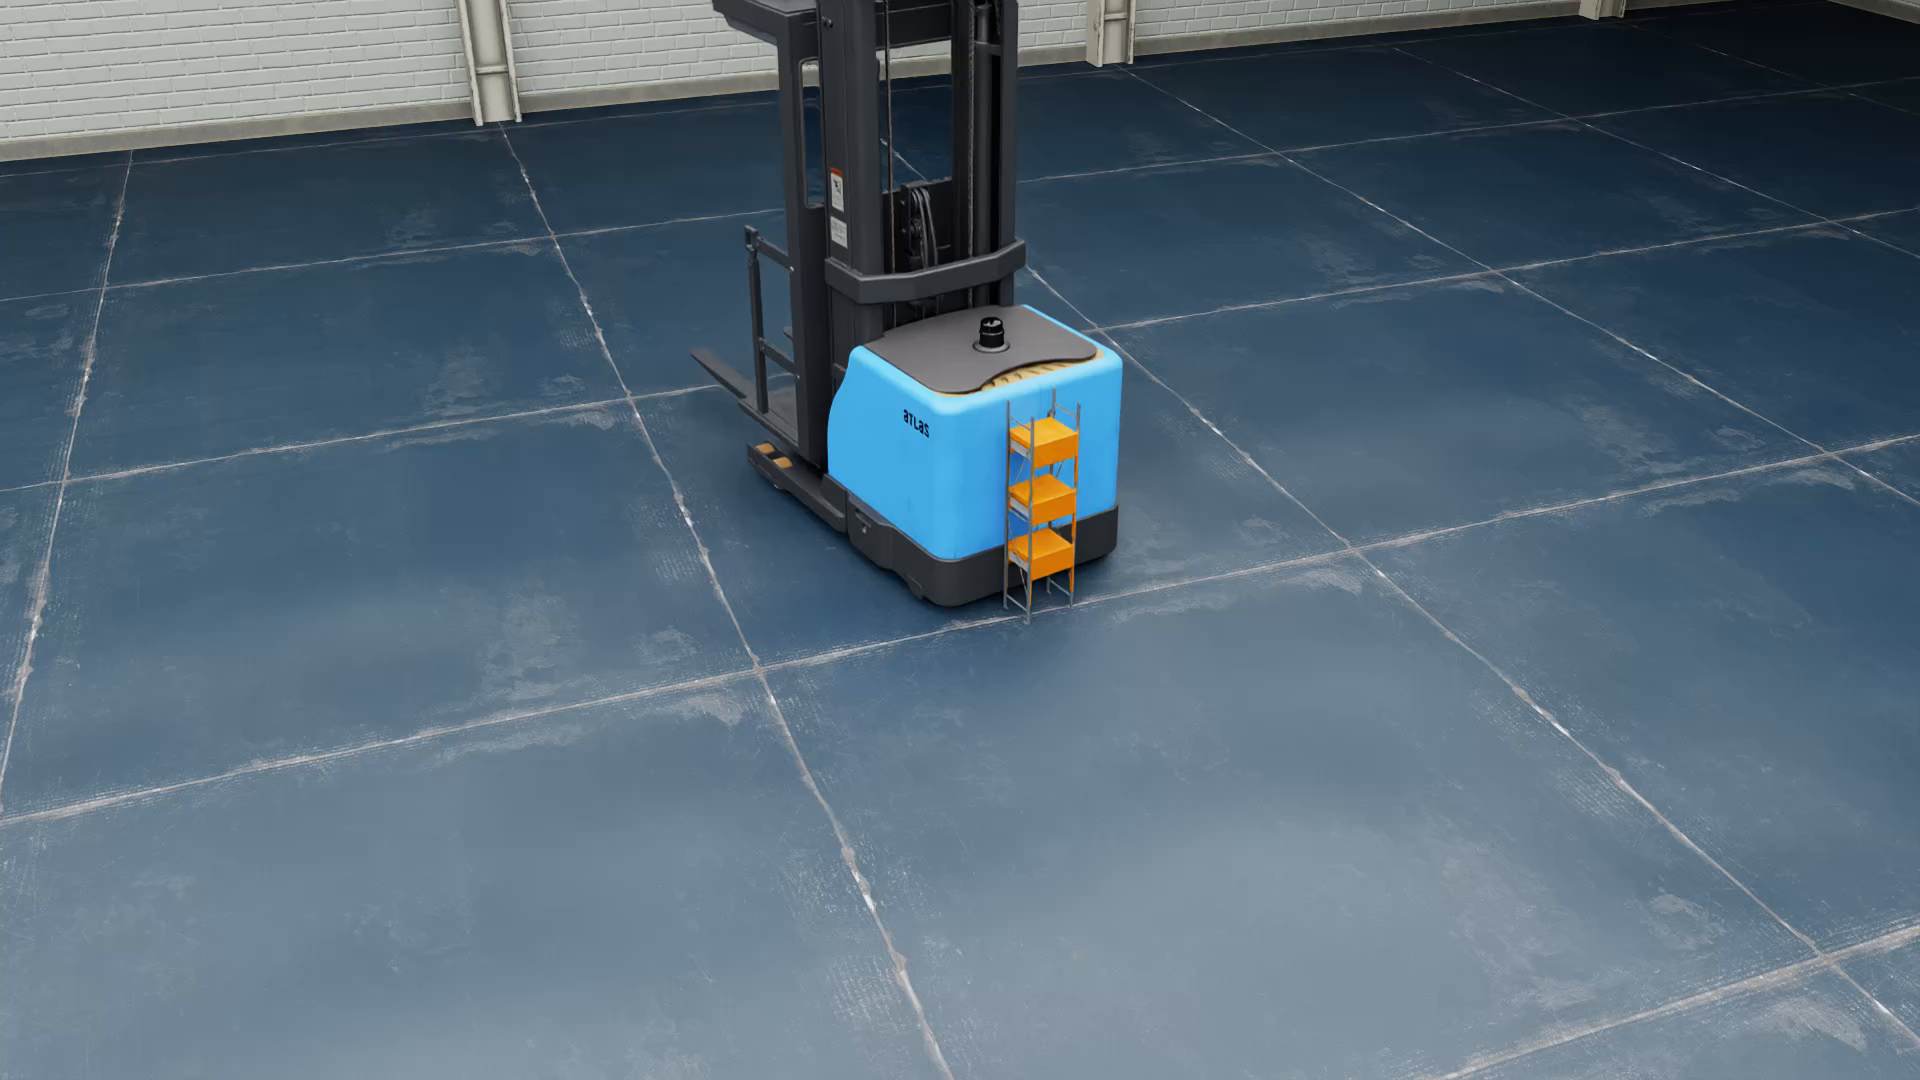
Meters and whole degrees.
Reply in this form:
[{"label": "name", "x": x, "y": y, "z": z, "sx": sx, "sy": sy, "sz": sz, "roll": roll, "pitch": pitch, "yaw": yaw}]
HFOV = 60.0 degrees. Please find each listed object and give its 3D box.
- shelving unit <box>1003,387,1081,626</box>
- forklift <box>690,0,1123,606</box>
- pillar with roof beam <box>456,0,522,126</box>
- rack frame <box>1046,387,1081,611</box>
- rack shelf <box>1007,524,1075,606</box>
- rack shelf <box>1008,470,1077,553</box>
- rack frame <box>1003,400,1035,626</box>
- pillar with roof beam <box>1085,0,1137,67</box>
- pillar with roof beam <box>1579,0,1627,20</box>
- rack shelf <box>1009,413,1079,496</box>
[{"label": "shelving unit", "x": 0.361, "y": -0.139, "z": 7.434, "sx": 0.252, "sy": 1.050, "sz": 0.215, "roll": -18, "pitch": 34, "yaw": -29}, {"label": "forklift", "x": -0.471, "y": -1.657, "z": 8.197, "sx": 1.130, "sy": 2.935, "sz": 3.031, "roll": -18, "pitch": 34, "yaw": -29}, {"label": "pillar with roof beam", "x": -2.629, "y": -5.672, "z": 9.115, "sx": 0.400, "sy": 9.000, "sz": 9.100, "roll": -10, "pitch": 31, "yaw": -18}, {"label": "rack frame", "x": 0.463, "y": -0.173, "z": 7.492, "sx": 0.008, "sy": 1.050, "sz": 0.200, "roll": -18, "pitch": 34, "yaw": -29}, {"label": "rack shelf", "x": 0.361, "y": 0.111, "z": 7.577, "sx": 0.240, "sy": 0.259, "sz": 0.215, "roll": -18, "pitch": 34, "yaw": -29}, {"label": "rack shelf", "x": 0.361, "y": -0.130, "z": 7.439, "sx": 0.240, "sy": 0.259, "sz": 0.215, "roll": -18, "pitch": 34, "yaw": -29}, {"label": "rack frame", "x": 0.259, "y": -0.106, "z": 7.376, "sx": 0.008, "sy": 1.050, "sz": 0.200, "roll": -18, "pitch": 34, "yaw": -29}, {"label": "pillar with roof beam", "x": 2.994, "y": -6.707, "z": 10.933, "sx": 0.400, "sy": 9.000, "sz": 9.100, "roll": -10, "pitch": 31, "yaw": -18}, {"label": "pillar with roof beam", "x": 8.618, "y": -7.743, "z": 12.750, "sx": 0.400, "sy": 9.000, "sz": 9.100, "roll": -10, "pitch": 31, "yaw": -18}, {"label": "rack shelf", "x": 0.361, "y": -0.377, "z": 7.299, "sx": 0.240, "sy": 0.259, "sz": 0.215, "roll": -18, "pitch": 34, "yaw": -29}]
